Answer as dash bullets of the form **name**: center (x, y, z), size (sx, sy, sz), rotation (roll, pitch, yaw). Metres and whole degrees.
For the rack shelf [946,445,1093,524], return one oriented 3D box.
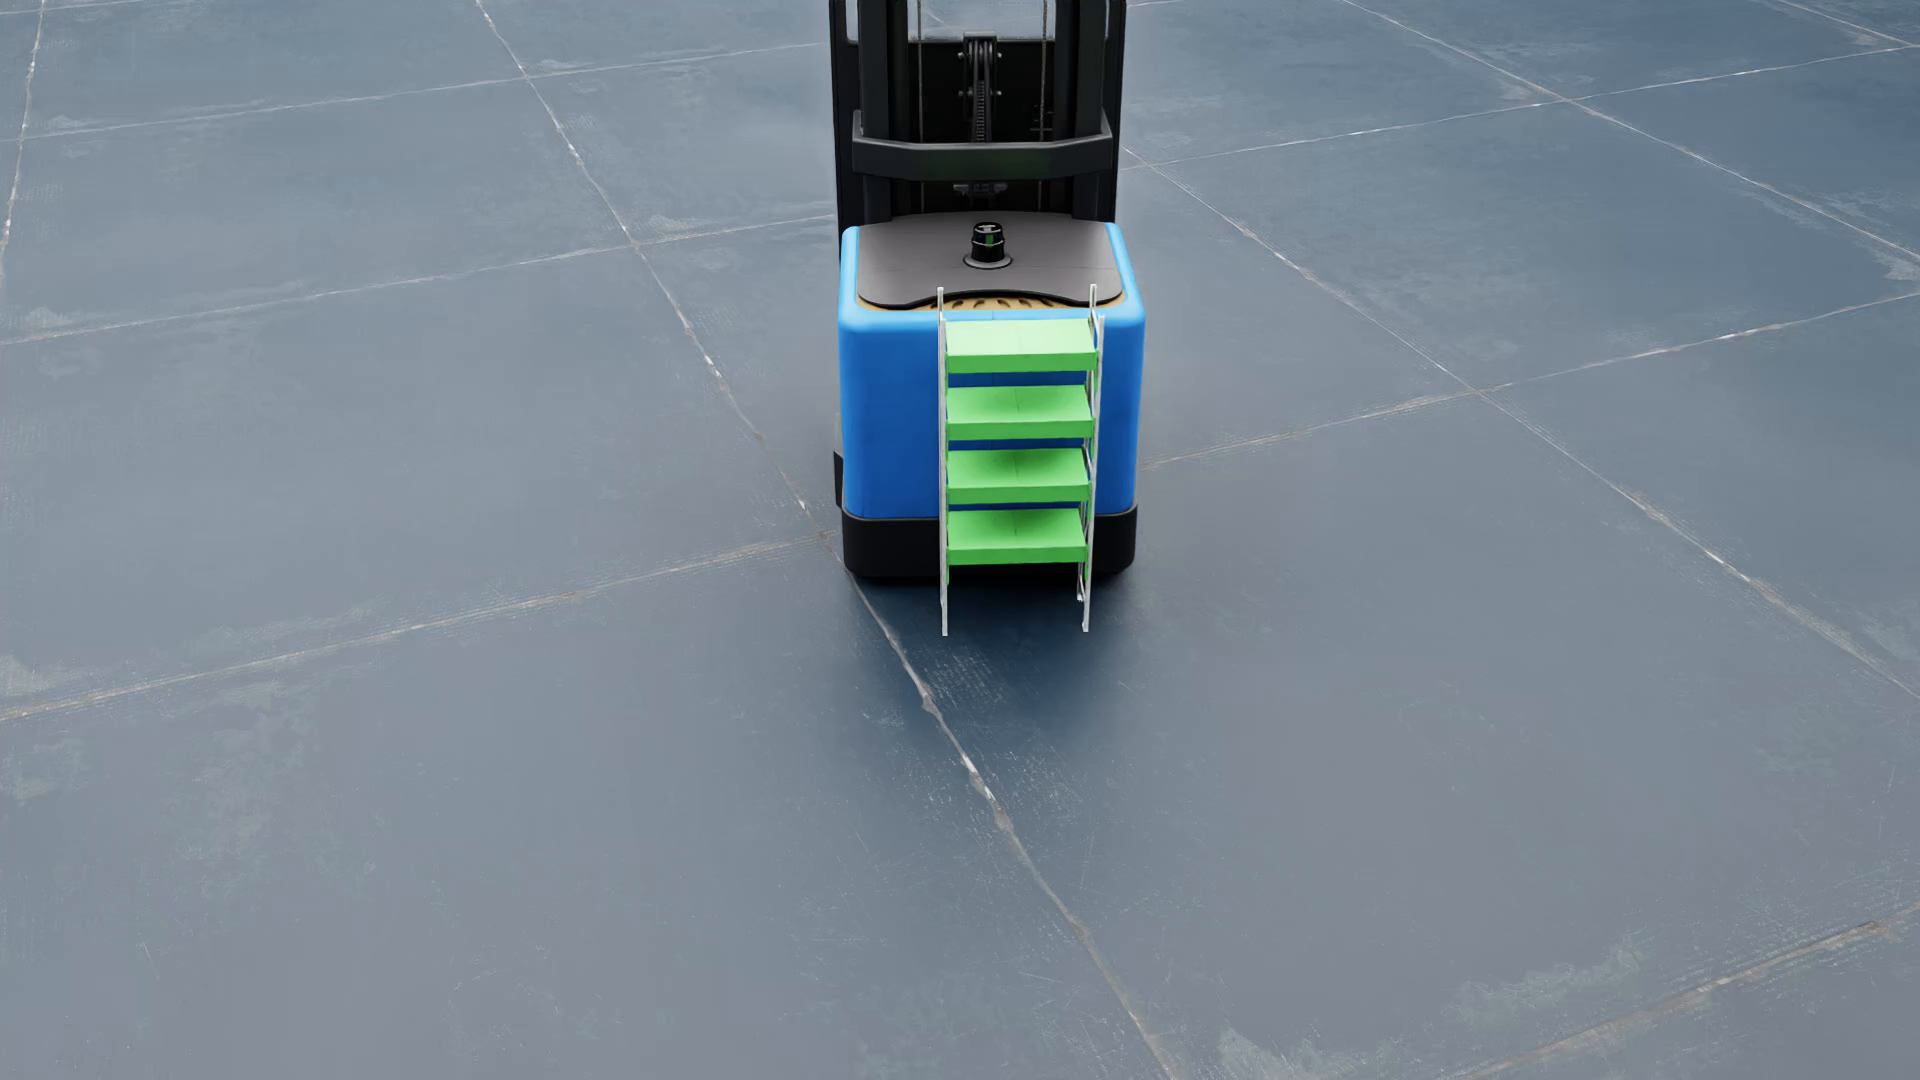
- **rack shelf**: center (0.187, -0.187, 5.554), size (0.480, 0.148, 0.258), rotation (-1, 33, -2)

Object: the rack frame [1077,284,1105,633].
- **rack frame**: center (0.431, -0.246, 5.529), size (0.015, 1.200, 0.240), rotation (-1, 33, -2)

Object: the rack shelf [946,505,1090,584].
- **rack shelf**: center (0.187, 0.014, 5.685), size (0.480, 0.148, 0.258), rotation (-1, 33, -2)

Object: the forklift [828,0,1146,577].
- **forklift**: center (0.054, -1.869, 6.434), size (1.130, 2.935, 3.031), rotation (-1, 33, -2)

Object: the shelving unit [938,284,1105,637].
- **shelving unit**: center (0.187, -0.240, 5.519), size (0.503, 1.200, 0.258), rotation (-1, 33, -2)

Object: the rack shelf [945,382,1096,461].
- **rack shelf**: center (0.187, -0.388, 5.423), size (0.480, 0.148, 0.258), rotation (-1, 33, -2)

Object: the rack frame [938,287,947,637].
- **rack frame**: center (-0.057, -0.234, 5.510), size (0.015, 1.200, 0.240), rotation (-1, 33, -2)

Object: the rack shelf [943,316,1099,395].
- **rack shelf**: center (0.187, -0.589, 5.292), size (0.480, 0.148, 0.258), rotation (-1, 33, -2)
